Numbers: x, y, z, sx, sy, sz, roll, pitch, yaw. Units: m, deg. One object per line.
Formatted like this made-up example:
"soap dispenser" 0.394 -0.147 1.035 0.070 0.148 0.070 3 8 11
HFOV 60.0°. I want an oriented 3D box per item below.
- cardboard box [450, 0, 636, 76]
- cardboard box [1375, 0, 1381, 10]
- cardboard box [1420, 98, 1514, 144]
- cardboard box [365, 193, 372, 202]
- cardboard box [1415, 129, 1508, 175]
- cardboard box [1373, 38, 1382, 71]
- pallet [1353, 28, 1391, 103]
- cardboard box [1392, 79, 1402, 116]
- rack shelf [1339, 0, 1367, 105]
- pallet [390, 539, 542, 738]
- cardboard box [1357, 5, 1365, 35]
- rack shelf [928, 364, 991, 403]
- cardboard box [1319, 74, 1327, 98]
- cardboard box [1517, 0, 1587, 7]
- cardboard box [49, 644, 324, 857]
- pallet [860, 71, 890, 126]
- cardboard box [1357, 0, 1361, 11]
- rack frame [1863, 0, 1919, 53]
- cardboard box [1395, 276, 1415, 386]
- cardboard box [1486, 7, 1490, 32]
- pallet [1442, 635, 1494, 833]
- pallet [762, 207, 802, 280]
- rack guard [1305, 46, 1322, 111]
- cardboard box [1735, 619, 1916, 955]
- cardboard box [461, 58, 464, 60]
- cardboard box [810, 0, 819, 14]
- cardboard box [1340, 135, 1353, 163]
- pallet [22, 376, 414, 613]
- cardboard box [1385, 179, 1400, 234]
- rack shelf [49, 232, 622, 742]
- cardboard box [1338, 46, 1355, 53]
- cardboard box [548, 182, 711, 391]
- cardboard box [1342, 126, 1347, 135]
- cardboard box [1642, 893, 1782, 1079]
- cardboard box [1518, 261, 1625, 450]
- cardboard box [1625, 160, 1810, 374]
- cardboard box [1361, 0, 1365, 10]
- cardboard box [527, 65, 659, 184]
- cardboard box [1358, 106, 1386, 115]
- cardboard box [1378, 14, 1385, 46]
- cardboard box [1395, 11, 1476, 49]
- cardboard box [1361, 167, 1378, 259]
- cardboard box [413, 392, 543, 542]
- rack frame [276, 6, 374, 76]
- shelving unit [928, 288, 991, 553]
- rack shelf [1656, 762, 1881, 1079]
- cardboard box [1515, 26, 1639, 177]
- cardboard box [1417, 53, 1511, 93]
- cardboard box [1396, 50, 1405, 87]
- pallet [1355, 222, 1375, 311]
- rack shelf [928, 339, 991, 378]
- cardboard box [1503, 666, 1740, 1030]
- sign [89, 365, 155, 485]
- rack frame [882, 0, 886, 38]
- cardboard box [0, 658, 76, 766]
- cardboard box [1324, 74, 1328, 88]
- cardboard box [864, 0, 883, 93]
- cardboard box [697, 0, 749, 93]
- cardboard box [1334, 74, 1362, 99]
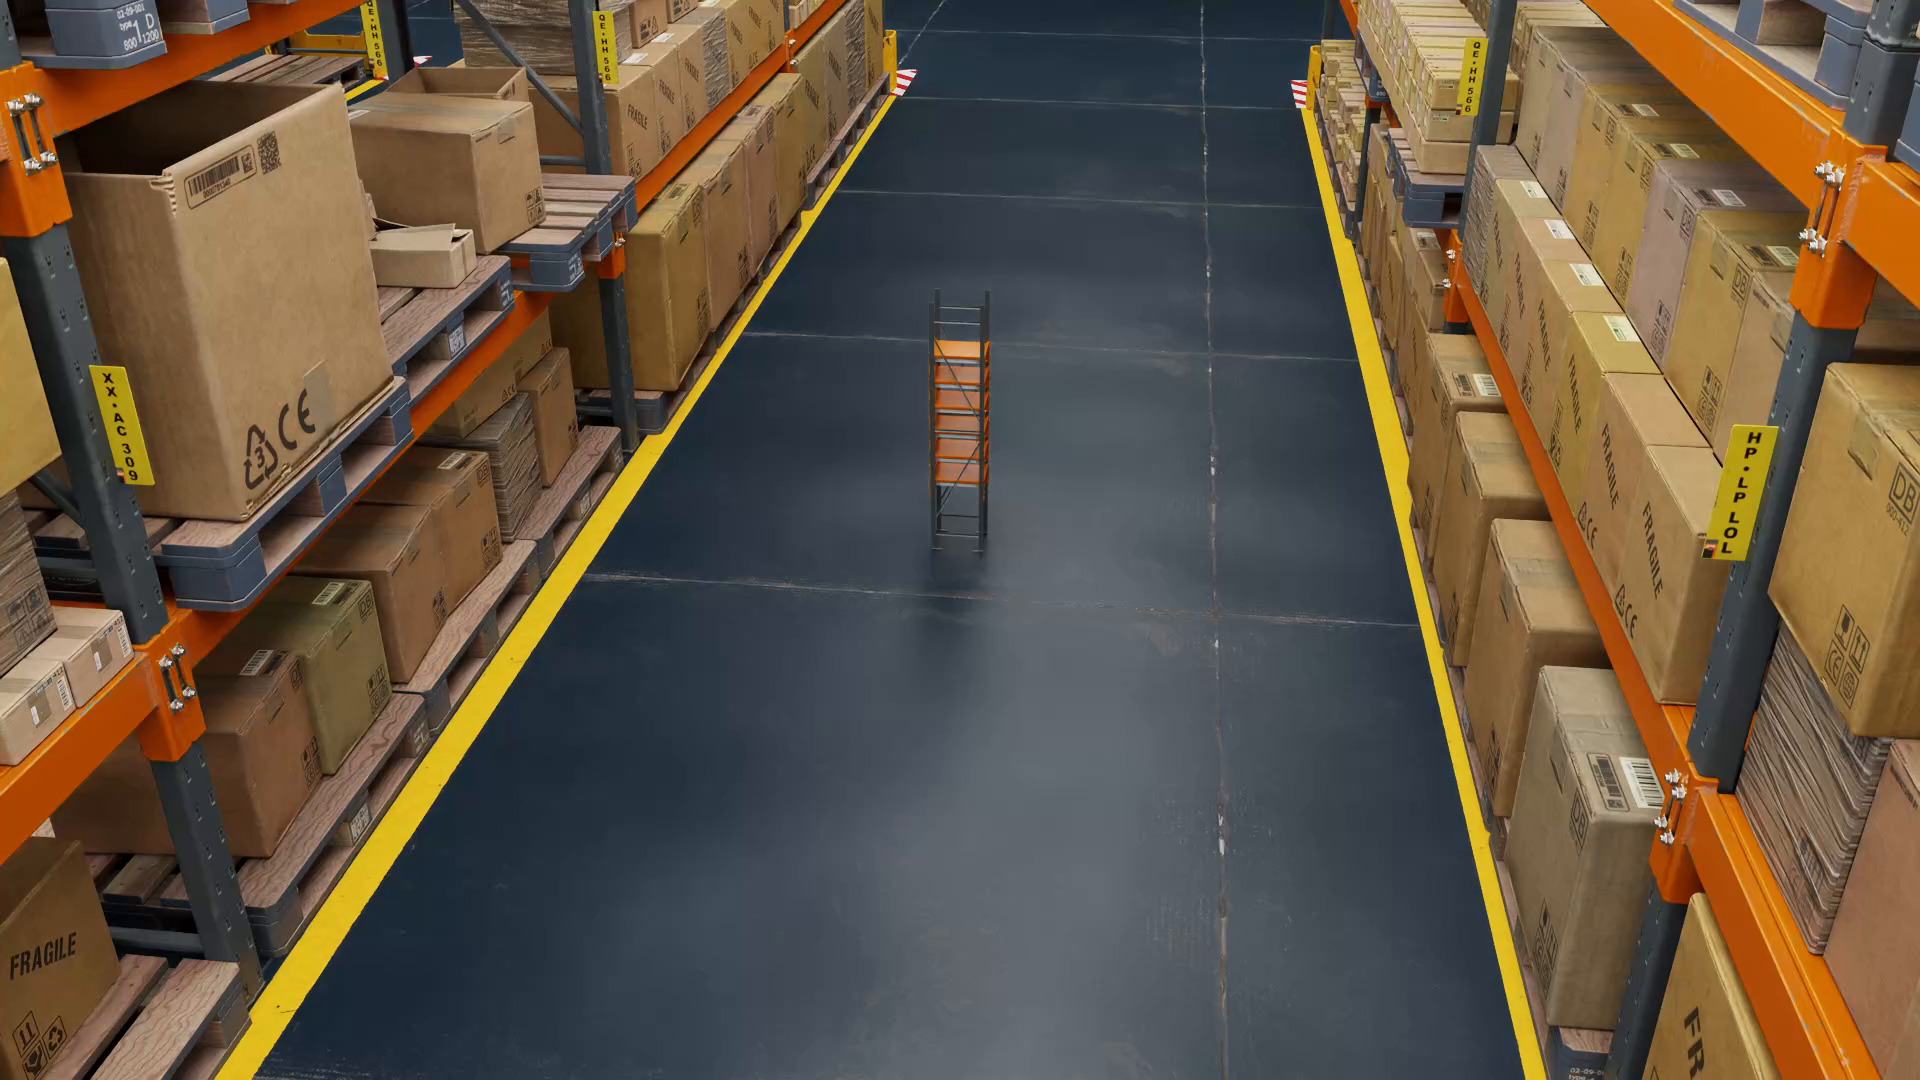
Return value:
"cardboard box" -2.067 -2.646 8.336 0.797 0.503 0.637 4 29 8
"cardboard box" 2.628 -3.172 9.671 0.380 0.149 0.250 3 28 6
"cardboard box" 2.346 -1.946 7.707 0.380 0.149 0.250 4 29 7
"cardboard box" -2.606 -1.161 6.457 0.500 0.250 0.500 3 28 5
"cardboard box" 2.342 -1.815 7.778 0.380 0.149 0.250 4 29 7
"cardboard box" 2.598 -2.794 9.595 0.380 0.149 0.250 2 28 4
"pallet" 2.990 -2.929 10.226 1.003 0.211 1.213 3 28 6
"cardboard box" 2.471 -2.296 8.672 0.380 0.149 0.250 2 28 4
"rack shelf" 3.473 -3.989 12.750 1.077 0.370 4.000 3 28 6
"pallet" -2.422 0.351 6.876 1.003 0.211 1.213 3 28 6
"cardboard box" 2.723 -3.280 10.498 0.380 0.149 0.250 2 28 4
"rack shelf" -0.002 -0.694 7.360 0.258 0.103 0.180 3 28 6
"cardboard box" 3.336 -3.949 14.480 0.380 0.149 0.250 4 29 7
"cardboard box" 3.212 -2.887 9.141 0.380 0.149 0.250 2 28 4
"cardboard box" -2.566 0.685 5.488 0.700 0.500 0.500 1 28 2
"pallet" -1.213 -3.974 14.905 1.003 0.211 1.213 3 28 6
"cardboard box" 3.105 -3.901 12.094 0.380 0.149 0.250 2 28 4
"rack frame" 2.247 -2.240 2.419 1.000 3.000 0.127 3 28 6
"cardboard box" 2.626 -1.135 8.887 0.500 0.500 0.500 4 29 8
"cardboard box" 3.281 -3.001 9.667 0.380 0.149 0.250 2 28 5
"pallet" 2.414 0.686 6.255 1.003 0.211 1.213 3 28 6
"pallet" -1.702 -2.105 11.435 1.003 0.211 1.213 3 28 6
"rack guard" 3.708 -4.111 14.854 1.175 0.500 0.348 3 28 6
"cardboard box" 2.214 0.510 3.483 0.875 0.550 0.550 3 28 6
"cardboard box" -2.291 -2.342 8.830 0.500 0.500 0.500 3 28 6
"cardboard box" -1.252 -3.957 12.198 0.380 0.149 0.250 4 29 8
"cardboard box" 2.987 -2.847 12.122 0.380 0.149 0.250 2 28 4
"pallet" -2.425 -0.201 5.163 1.003 0.211 1.213 3 28 6
"cardboard box" 2.745 -1.956 9.620 0.500 0.250 0.500 4 29 8
"rack shelf" -2.418 -0.559 6.384 1.077 0.370 4.000 3 28 6
"cardboard box" 3.402 -4.075 14.088 0.380 0.149 0.250 4 29 7
"cardboard box" -2.067 -1.390 8.966 1.225 0.875 0.875 2 28 4
"cardboard box" 3.163 -3.105 12.913 0.380 0.149 0.250 4 29 7
"cardboard box" 2.101 1.444 3.705 0.875 0.875 0.875 4 29 7
"cardboard box" 2.230 -0.619 5.630 0.500 0.500 0.500 3 28 6
"cardboard box" 2.426 -0.797 4.907 0.700 0.500 0.500 4 29 7
"cardboard box" 2.723 -3.411 10.427 0.380 0.149 0.250 4 29 7
"cardboard box" -1.843 -2.074 8.332 0.500 0.500 0.500 4 29 8
"cardboard box" 3.138 -3.096 12.271 0.380 0.149 0.250 4 29 8
"cardboard box" 2.600 -2.918 9.512 0.380 0.149 0.250 4 29 8
"cardboard box" 2.503 -2.684 8.763 0.380 0.149 0.250 5 29 9
"cardboard box" 2.874 -2.116 10.708 0.500 0.500 0.500 4 29 8
"cardboard box" -2.290 -0.332 7.376 0.700 0.500 0.500 1 28 2
"rack frame" -6.108 -5.871 15.485 1.000 3.000 0.127 3 28 6
"shelving unit" -0.002 -0.521 7.453 0.258 1.200 0.189 3 28 6
"rack shelf" 2.002 1.660 2.266 1.077 0.370 4.000 3 28 6
"cardboard box" 2.673 -1.755 6.685 0.700 0.500 0.500 3 28 6
"cardboard box" 2.376 -2.193 7.853 0.380 0.149 0.250 3 28 6
"cardboard box" 2.471 -2.430 8.607 0.380 0.149 0.250 3 28 6
"pallet" 3.134 -1.770 10.813 1.003 0.211 1.213 3 28 6
"rack shelf" -0.002 -0.799 7.303 0.258 0.103 0.180 3 28 6
"cardboard box" 2.234 0.909 4.828 1.050 0.750 0.750 3 28 6
"sign" -2.123 -0.288 4.209 0.100 0.325 0.005 3 28 6
"rack frame" -1.192 -5.583 14.951 1.000 3.000 0.127 3 28 6
"cardboard box" -2.437 0.412 4.088 0.380 0.149 0.250 3 28 6
"cardboard box" 3.309 -3.951 14.170 0.380 0.149 0.250 3 28 6
"cardboard box" -1.191 -4.527 14.787 0.875 0.875 0.875 3 28 6
"cardboard box" -1.593 -3.029 10.105 0.500 0.500 0.500 3 28 6
"cardboard box" 3.175 -3.591 13.189 0.380 0.149 0.250 4 29 7
